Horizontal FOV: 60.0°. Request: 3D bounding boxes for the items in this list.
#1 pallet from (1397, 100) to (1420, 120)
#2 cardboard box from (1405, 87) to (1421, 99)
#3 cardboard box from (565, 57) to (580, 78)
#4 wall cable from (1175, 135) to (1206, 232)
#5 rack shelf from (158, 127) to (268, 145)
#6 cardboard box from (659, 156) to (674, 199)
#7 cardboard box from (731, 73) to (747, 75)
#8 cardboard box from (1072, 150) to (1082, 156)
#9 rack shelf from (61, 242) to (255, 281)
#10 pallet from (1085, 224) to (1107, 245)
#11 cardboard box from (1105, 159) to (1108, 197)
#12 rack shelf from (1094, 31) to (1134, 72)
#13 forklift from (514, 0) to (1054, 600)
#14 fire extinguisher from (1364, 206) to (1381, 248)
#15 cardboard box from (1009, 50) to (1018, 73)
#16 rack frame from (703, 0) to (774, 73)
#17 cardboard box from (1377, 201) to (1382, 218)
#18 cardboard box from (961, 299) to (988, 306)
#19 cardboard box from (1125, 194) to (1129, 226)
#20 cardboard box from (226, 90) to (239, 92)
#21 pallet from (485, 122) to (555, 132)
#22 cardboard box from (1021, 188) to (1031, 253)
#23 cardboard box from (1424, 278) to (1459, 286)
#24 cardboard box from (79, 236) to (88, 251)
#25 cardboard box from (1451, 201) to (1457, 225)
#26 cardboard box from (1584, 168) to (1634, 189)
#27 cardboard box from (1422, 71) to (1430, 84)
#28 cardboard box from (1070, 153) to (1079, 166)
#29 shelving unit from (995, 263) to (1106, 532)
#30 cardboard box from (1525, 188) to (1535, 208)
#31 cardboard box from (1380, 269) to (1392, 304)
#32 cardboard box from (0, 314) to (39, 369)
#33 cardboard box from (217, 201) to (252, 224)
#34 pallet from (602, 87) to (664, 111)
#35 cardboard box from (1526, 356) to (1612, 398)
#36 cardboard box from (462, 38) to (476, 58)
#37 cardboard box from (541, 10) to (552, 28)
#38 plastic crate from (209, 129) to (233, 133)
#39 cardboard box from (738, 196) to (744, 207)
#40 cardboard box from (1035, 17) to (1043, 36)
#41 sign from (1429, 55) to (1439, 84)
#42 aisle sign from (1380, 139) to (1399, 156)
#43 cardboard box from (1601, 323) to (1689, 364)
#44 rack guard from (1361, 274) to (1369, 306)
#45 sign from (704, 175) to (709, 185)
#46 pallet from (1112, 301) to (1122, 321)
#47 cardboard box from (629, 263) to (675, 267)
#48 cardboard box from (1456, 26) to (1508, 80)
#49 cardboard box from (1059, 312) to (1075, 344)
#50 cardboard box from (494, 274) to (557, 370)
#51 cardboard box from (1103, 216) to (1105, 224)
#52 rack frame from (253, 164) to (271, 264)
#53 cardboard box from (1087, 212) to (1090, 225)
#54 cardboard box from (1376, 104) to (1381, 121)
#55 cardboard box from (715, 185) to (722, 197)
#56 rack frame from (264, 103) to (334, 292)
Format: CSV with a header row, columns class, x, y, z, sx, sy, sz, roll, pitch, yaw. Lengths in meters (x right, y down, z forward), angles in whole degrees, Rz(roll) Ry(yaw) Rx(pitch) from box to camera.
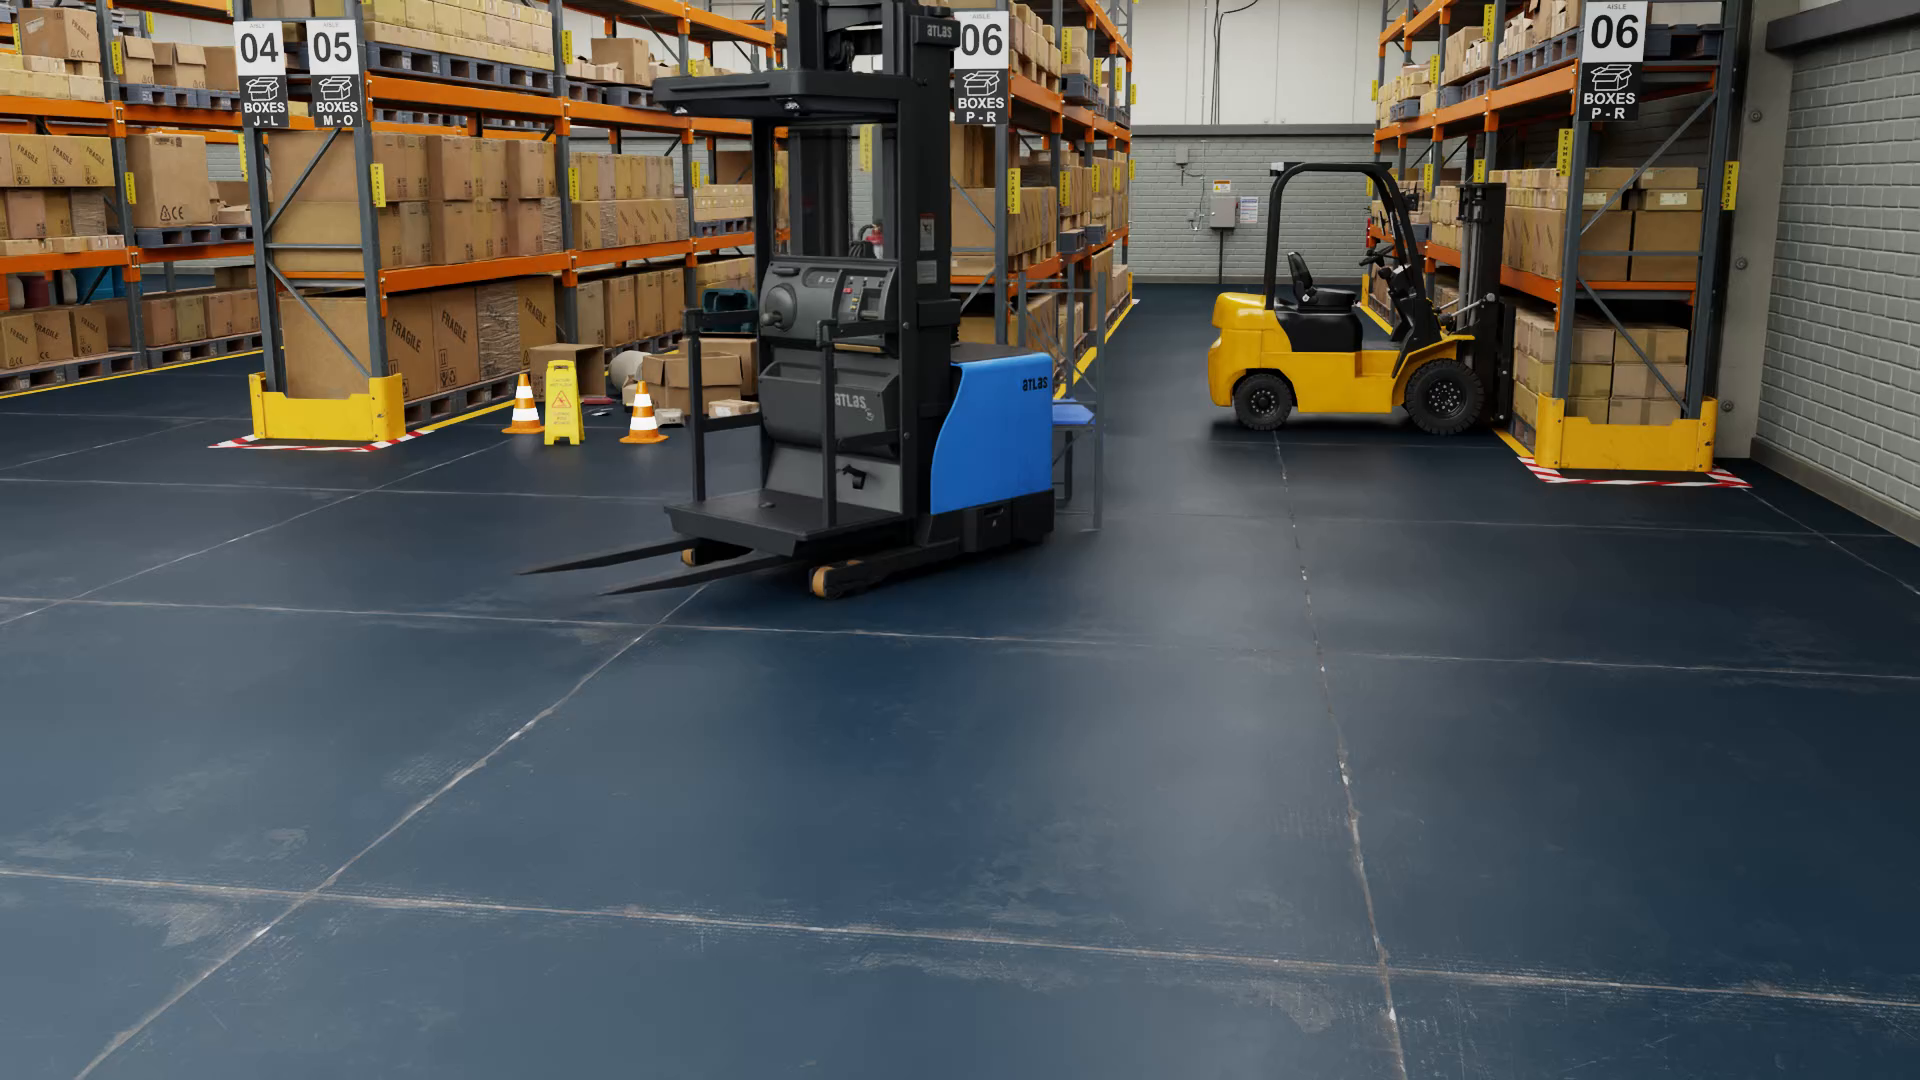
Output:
class,x,y,z,sx,sy,sz,roll,pitch,yaw
pallet,6.281,-5.526,21.340,1.213,0.211,1.003,2,12,9
cardboard box,6.013,-5.837,21.698,0.380,0.149,0.250,2,12,8
cardboard box,-4.096,-4.907,17.109,0.258,0.266,0.396,2,12,8
wall cable,4.564,-7.121,33.006,0.588,1.984,0.122,2,12,9
rack shelf,-12.677,-6.674,27.927,1.077,0.370,4.000,2,12,9
cardboard box,-3.899,-4.412,20.236,0.700,0.500,0.500,2,12,8
cardboard box,-3.372,-6.445,23.927,0.700,0.500,0.500,2,12,9
cardboard box,1.583,-5.642,24.400,0.380,0.149,0.250,2,12,10
rack shelf,-9.013,-3.381,19.771,1.077,0.370,4.000,2,12,9
pallet,1.082,-3.583,19.453,1.213,0.211,1.003,2,12,9
cardboard box,1.712,-4.885,22.428,0.500,0.500,0.500,2,12,10
rack shelf,2.010,-7.463,25.419,1.077,0.370,4.000,2,12,9
forklift,-0.825,-1.259,8.380,1.130,2.935,3.031,11,16,41
fire extinguisher,6.788,-5.159,27.381,0.296,0.674,0.183,2,12,9
cardboard box,0.228,-3.565,12.392,0.380,0.149,0.250,2,12,9
rack frame,-3.205,-7.733,24.016,1.000,3.000,0.127,2,12,9
cardboard box,6.734,-5.109,25.732,0.500,0.250,0.500,2,12,8
cardboard box,-0.038,-1.890,14.891,0.500,0.500,0.500,3,12,12
cardboard box,2.504,-5.434,27.348,0.500,0.500,0.500,2,12,9
cardboard box,-8.679,-5.227,19.865,0.500,0.250,0.500,2,12,10
pallet,-7.579,-7.083,28.330,1.003,0.211,1.213,2,12,9
cardboard box,0.280,-2.555,13.285,0.500,0.500,0.500,2,12,10
cardboard box,5.818,-3.080,20.060,0.380,0.149,0.250,1,12,6
cardboard box,-9.209,-3.038,17.066,0.380,0.149,0.250,2,12,9
cardboard box,5.452,-3.435,17.482,0.500,0.250,0.500,2,12,9
cardboard box,4.608,-2.596,11.935,0.380,0.149,0.250,2,12,9
cardboard box,5.952,-5.753,20.651,0.380,0.149,0.250,2,12,9
cardboard box,1.114,-4.195,18.360,0.380,0.149,0.250,1,12,6
shelving unit,0.524,-0.888,10.056,0.538,1.500,1.048,-1,12,-6
cardboard box,4.711,-2.718,13.208,0.380,0.149,0.250,2,12,9
cardboard box,6.705,-3.800,24.942,0.700,0.500,0.500,1,12,7
cardboard box,-9.520,-1.967,16.436,0.500,0.500,0.500,1,12,4
cardboard box,-8.695,-3.933,19.946,0.396,0.266,0.258,2,12,7
pallet,-4.036,-4.973,18.777,1.003,0.211,1.213,2,12,11
cardboard box,4.528,-1.220,12.377,0.500,0.250,0.500,2,12,8
cardboard box,-4.448,-4.277,14.460,0.380,0.149,0.250,2,12,9
cardboard box,-4.176,-5.036,16.091,0.380,0.149,0.250,2,12,8
plastic crate,-12.442,-6.874,27.778,0.437,0.136,0.530,2,12,9
cardboard box,-3.230,-4.721,23.175,0.380,0.149,0.250,1,12,6
cardboard box,0.494,-4.330,14.049,0.380,0.149,0.250,2,12,9
sign,5.456,-5.405,19.108,0.100,0.325,0.005,2,12,9
aisle sign,6.943,-6.628,26.958,0.394,0.787,0.004,2,12,9
cardboard box,5.023,-1.447,12.243,0.500,0.250,0.500,2,12,8
rack guard,7.211,-4.096,27.312,1.175,0.500,0.348,2,12,9
sign,-3.742,-5.239,24.631,0.100,0.325,0.005,2,12,9
pallet,1.896,-3.454,25.017,1.003,0.211,1.213,2,12,9
cardboard box,-3.974,-3.468,21.624,0.500,0.250,0.500,2,12,7
cardboard box,5.483,-5.083,17.367,0.500,0.500,0.500,2,12,10
cardboard box,0.762,-2.320,18.380,0.950,0.372,0.625,2,12,11
cardboard box,-4.601,-2.173,16.503,0.875,0.875,0.875,2,12,10
cardboard box,1.706,-4.276,22.569,0.500,0.250,0.500,2,12,7
rack frame,-12.369,-5.975,30.099,1.000,3.000,0.127,2,12,9
cardboard box,1.305,-3.723,19.248,0.380,0.149,0.250,2,12,8
cardboard box,6.884,-6.788,26.403,0.500,0.250,0.500,2,12,8
cardboard box,-3.396,-4.649,22.134,0.380,0.149,0.250,2,12,11
rack frame,-8.705,-4.149,21.627,1.000,3.000,0.127,2,12,9
